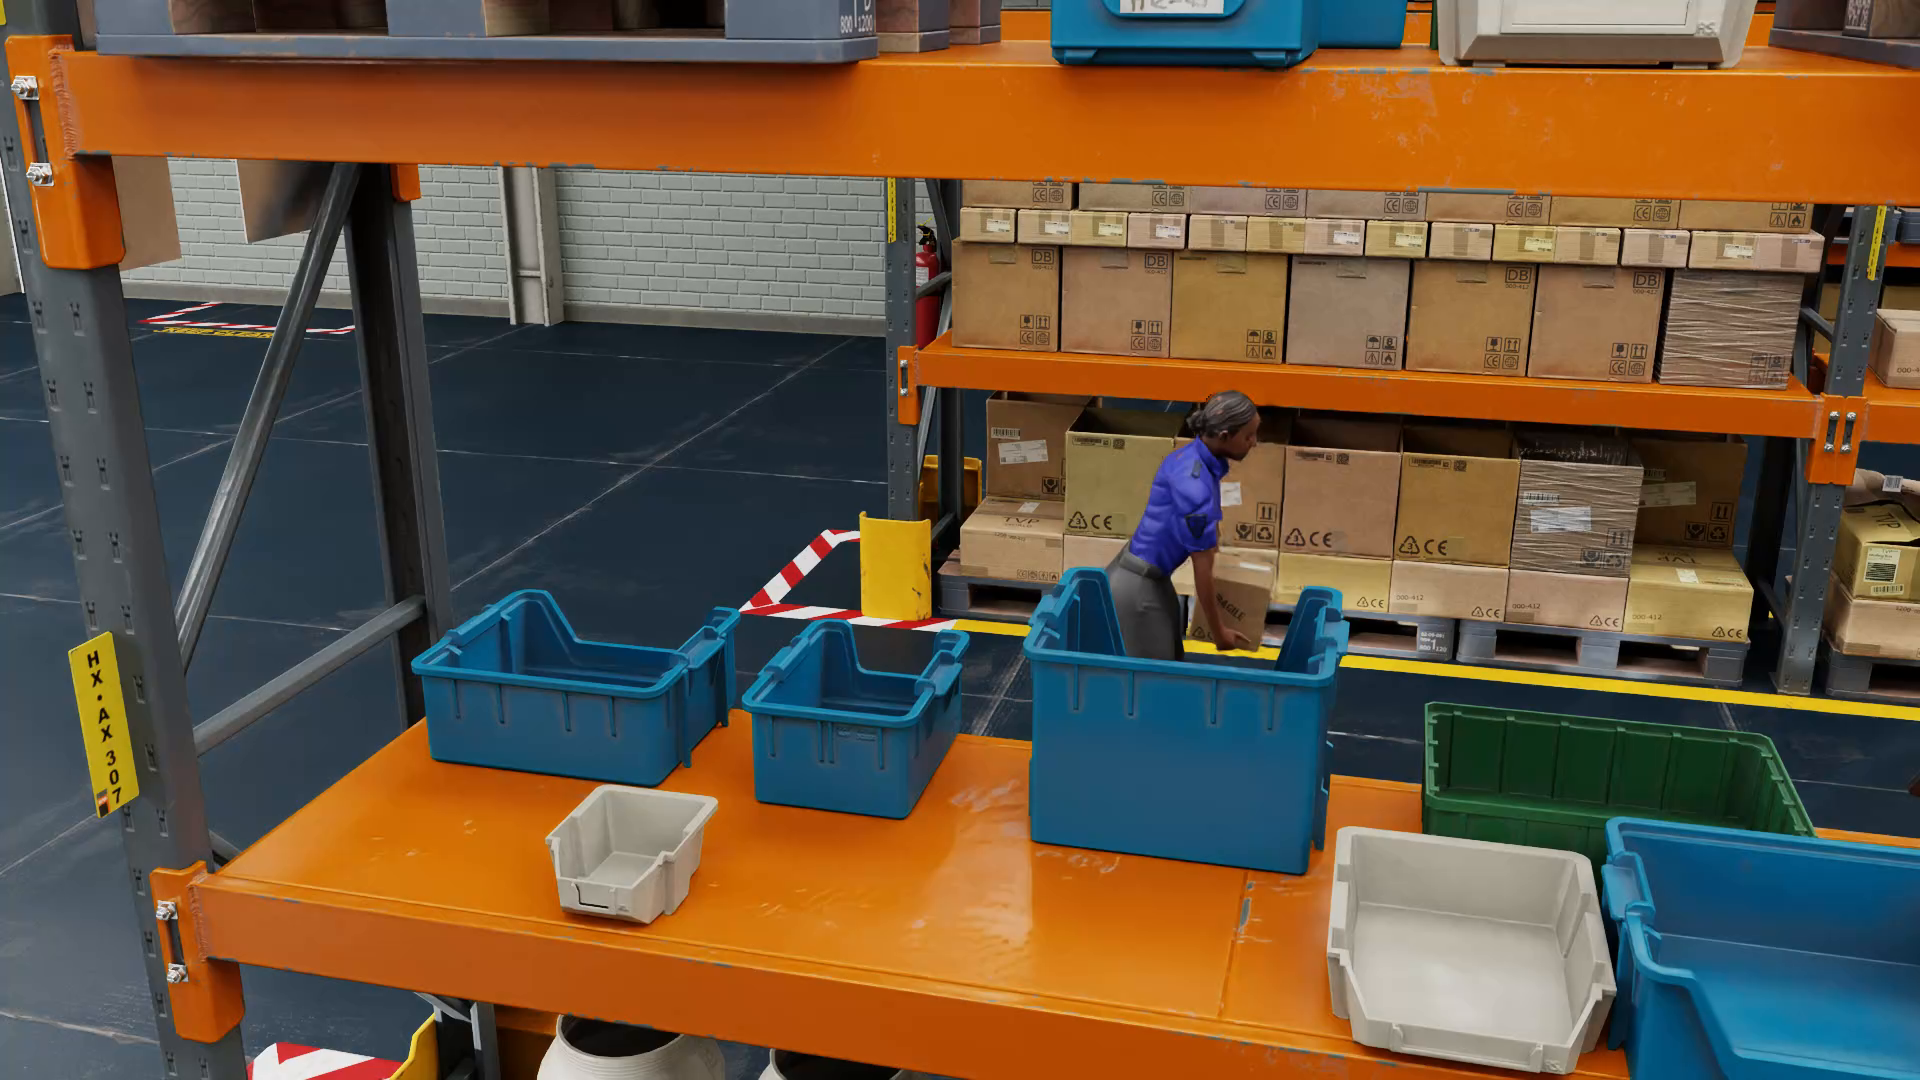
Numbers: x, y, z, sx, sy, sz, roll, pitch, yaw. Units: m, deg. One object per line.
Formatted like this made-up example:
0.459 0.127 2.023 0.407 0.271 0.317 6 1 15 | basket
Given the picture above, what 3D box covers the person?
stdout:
0.783 0.230 5.999 0.557 1.590 0.410 4 19 12 | person
